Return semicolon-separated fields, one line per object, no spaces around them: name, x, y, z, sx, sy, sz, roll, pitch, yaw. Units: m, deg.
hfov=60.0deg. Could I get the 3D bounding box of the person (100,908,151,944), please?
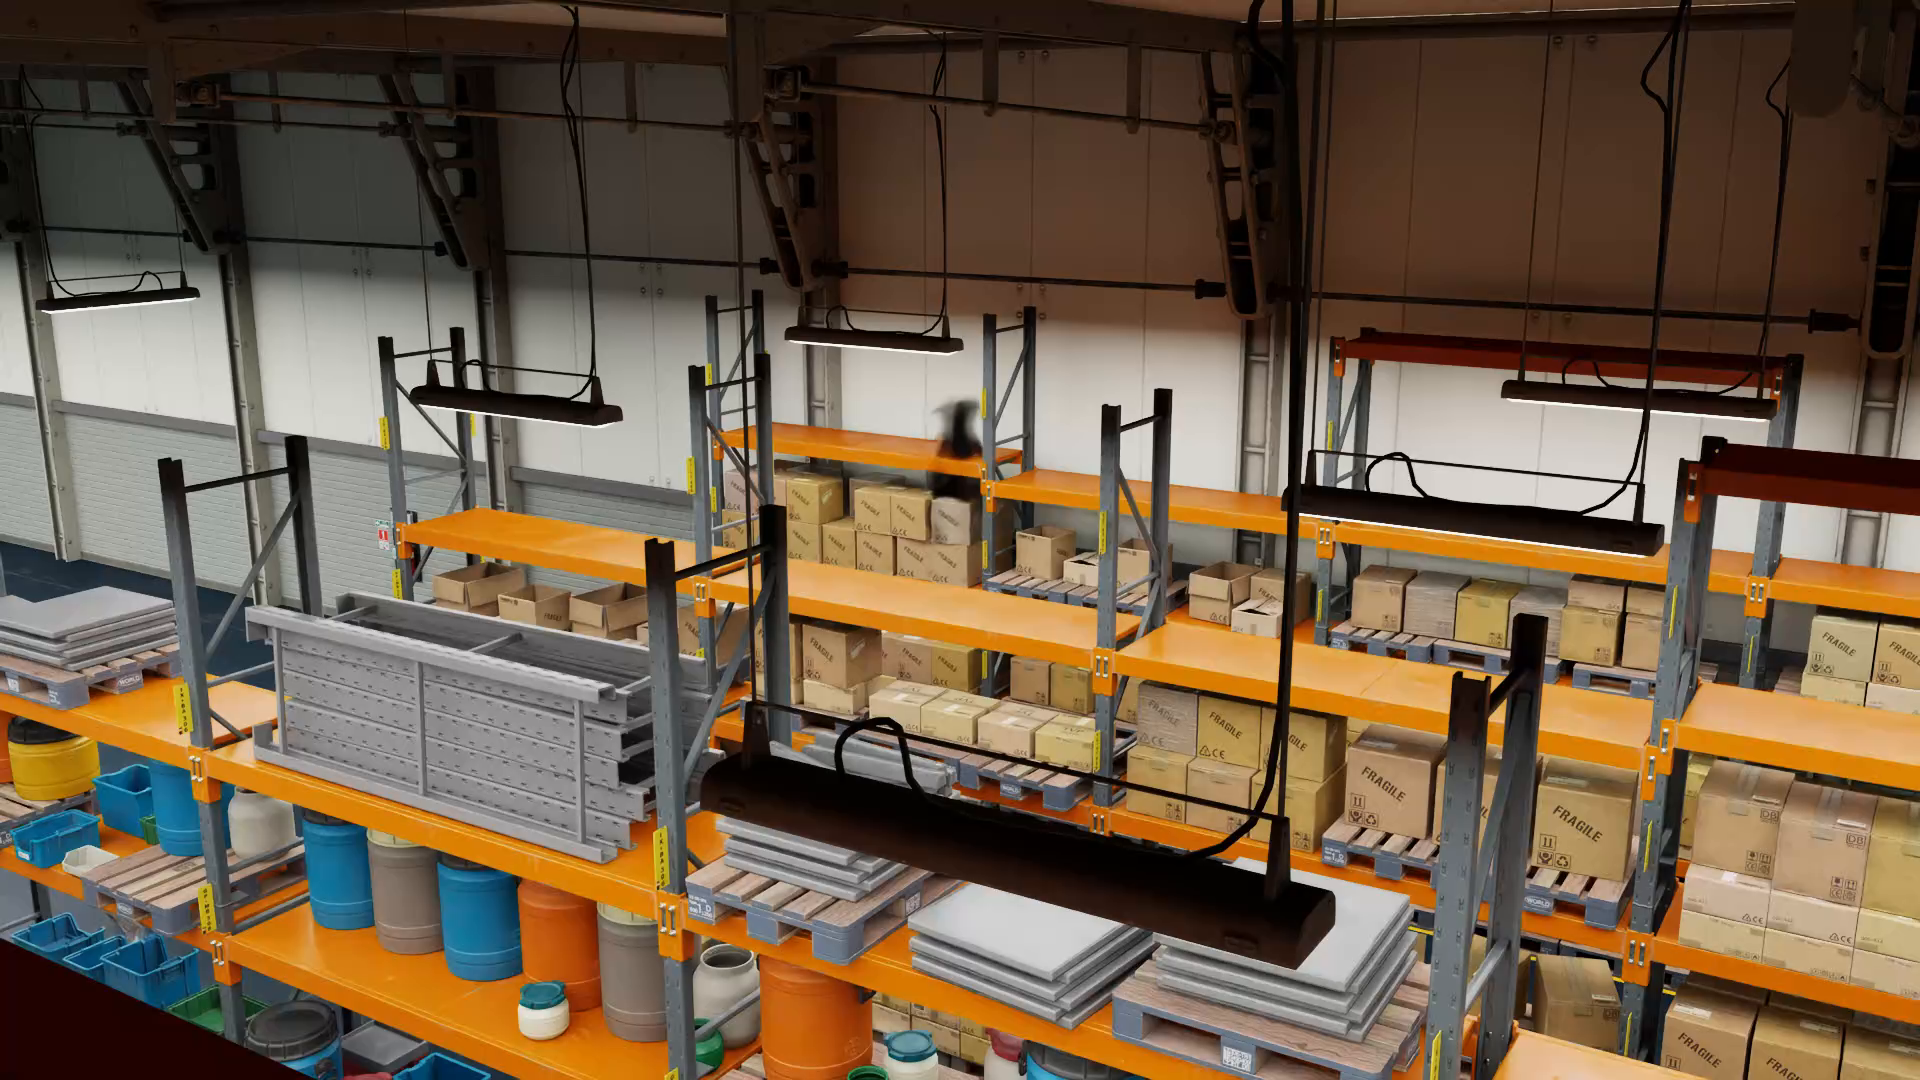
person;-8.436;3.279;16.713;0.928;1.609;0.594;-12;18;-41
